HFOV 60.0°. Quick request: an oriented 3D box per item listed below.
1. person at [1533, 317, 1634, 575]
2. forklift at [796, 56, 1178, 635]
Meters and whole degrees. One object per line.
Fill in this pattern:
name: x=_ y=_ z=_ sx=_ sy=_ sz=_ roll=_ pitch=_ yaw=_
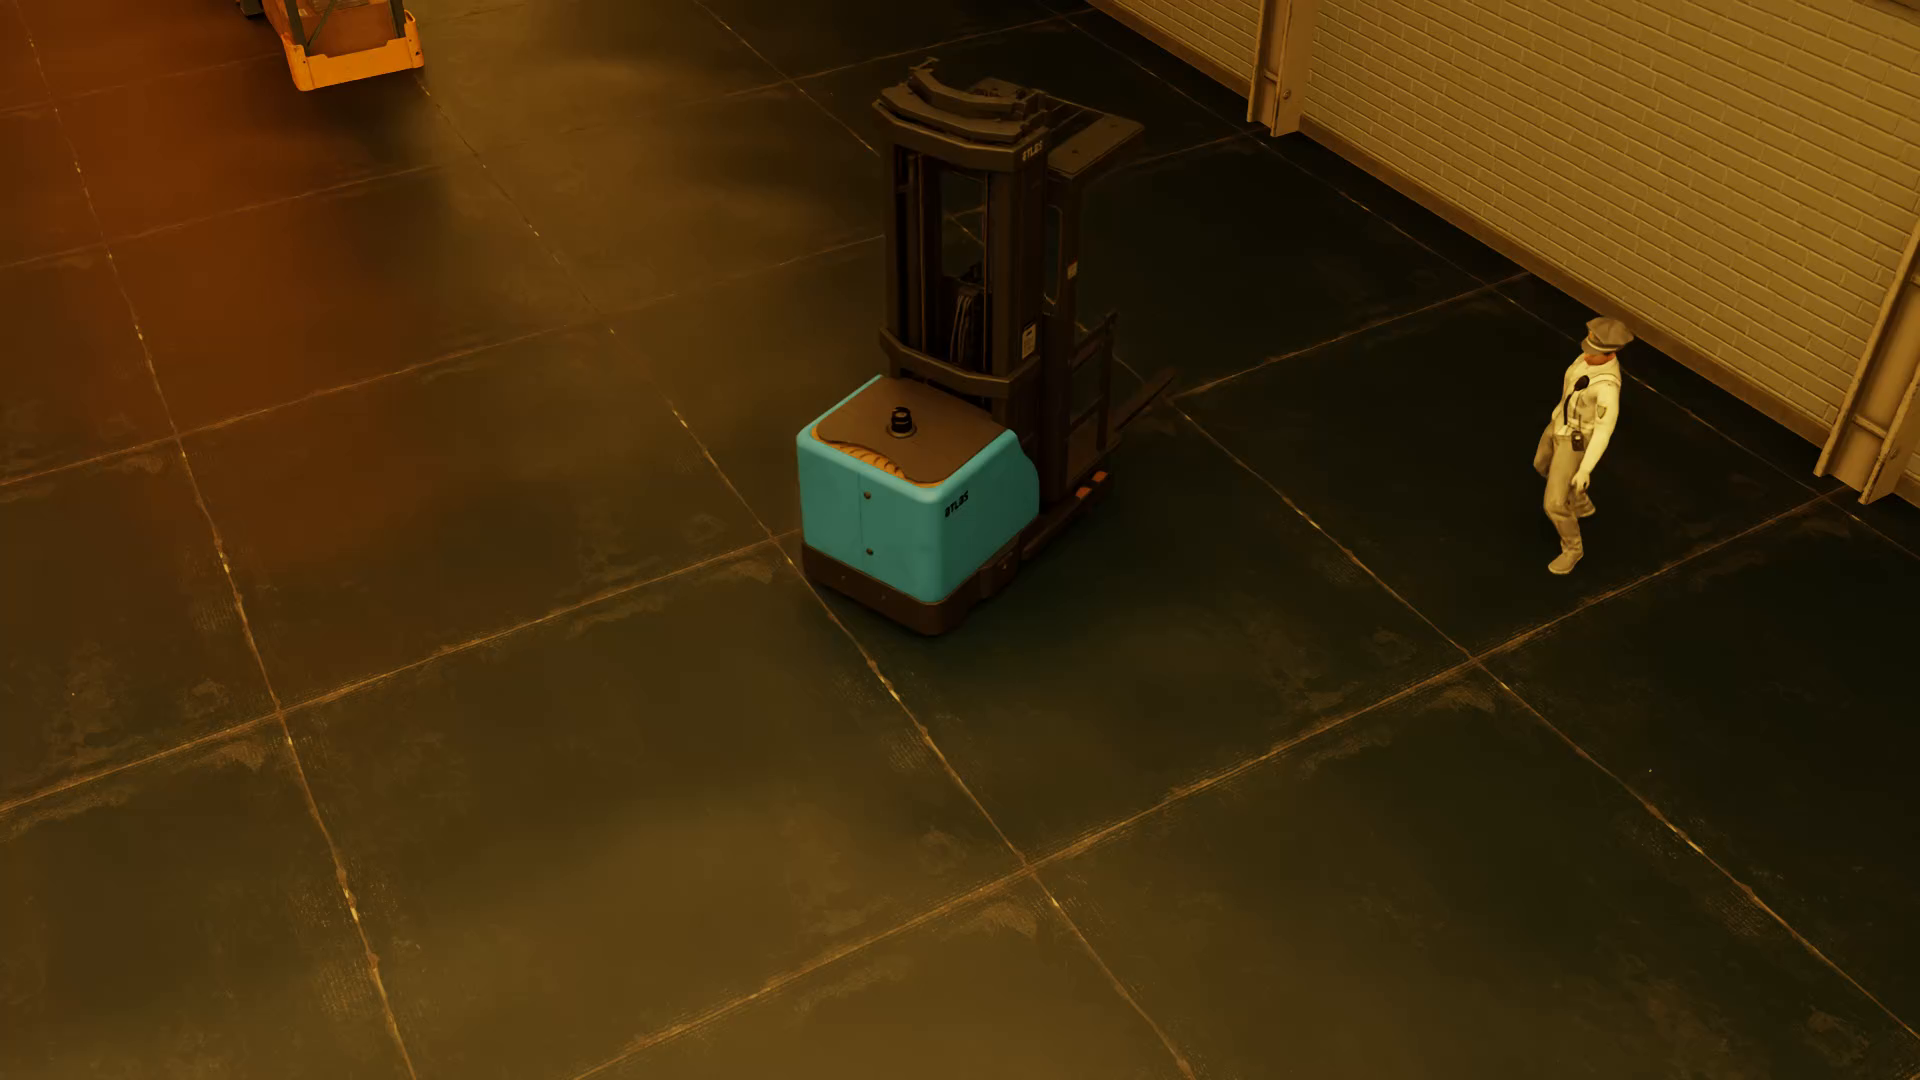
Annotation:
person: x=3.731 y=-0.646 z=9.877 sx=0.448 sy=1.589 sz=0.812 roll=6 pitch=40 yaw=7
forklift: x=0.332 y=-1.473 z=9.812 sx=1.130 sy=2.935 sz=3.031 roll=25 pitch=46 yaw=27
